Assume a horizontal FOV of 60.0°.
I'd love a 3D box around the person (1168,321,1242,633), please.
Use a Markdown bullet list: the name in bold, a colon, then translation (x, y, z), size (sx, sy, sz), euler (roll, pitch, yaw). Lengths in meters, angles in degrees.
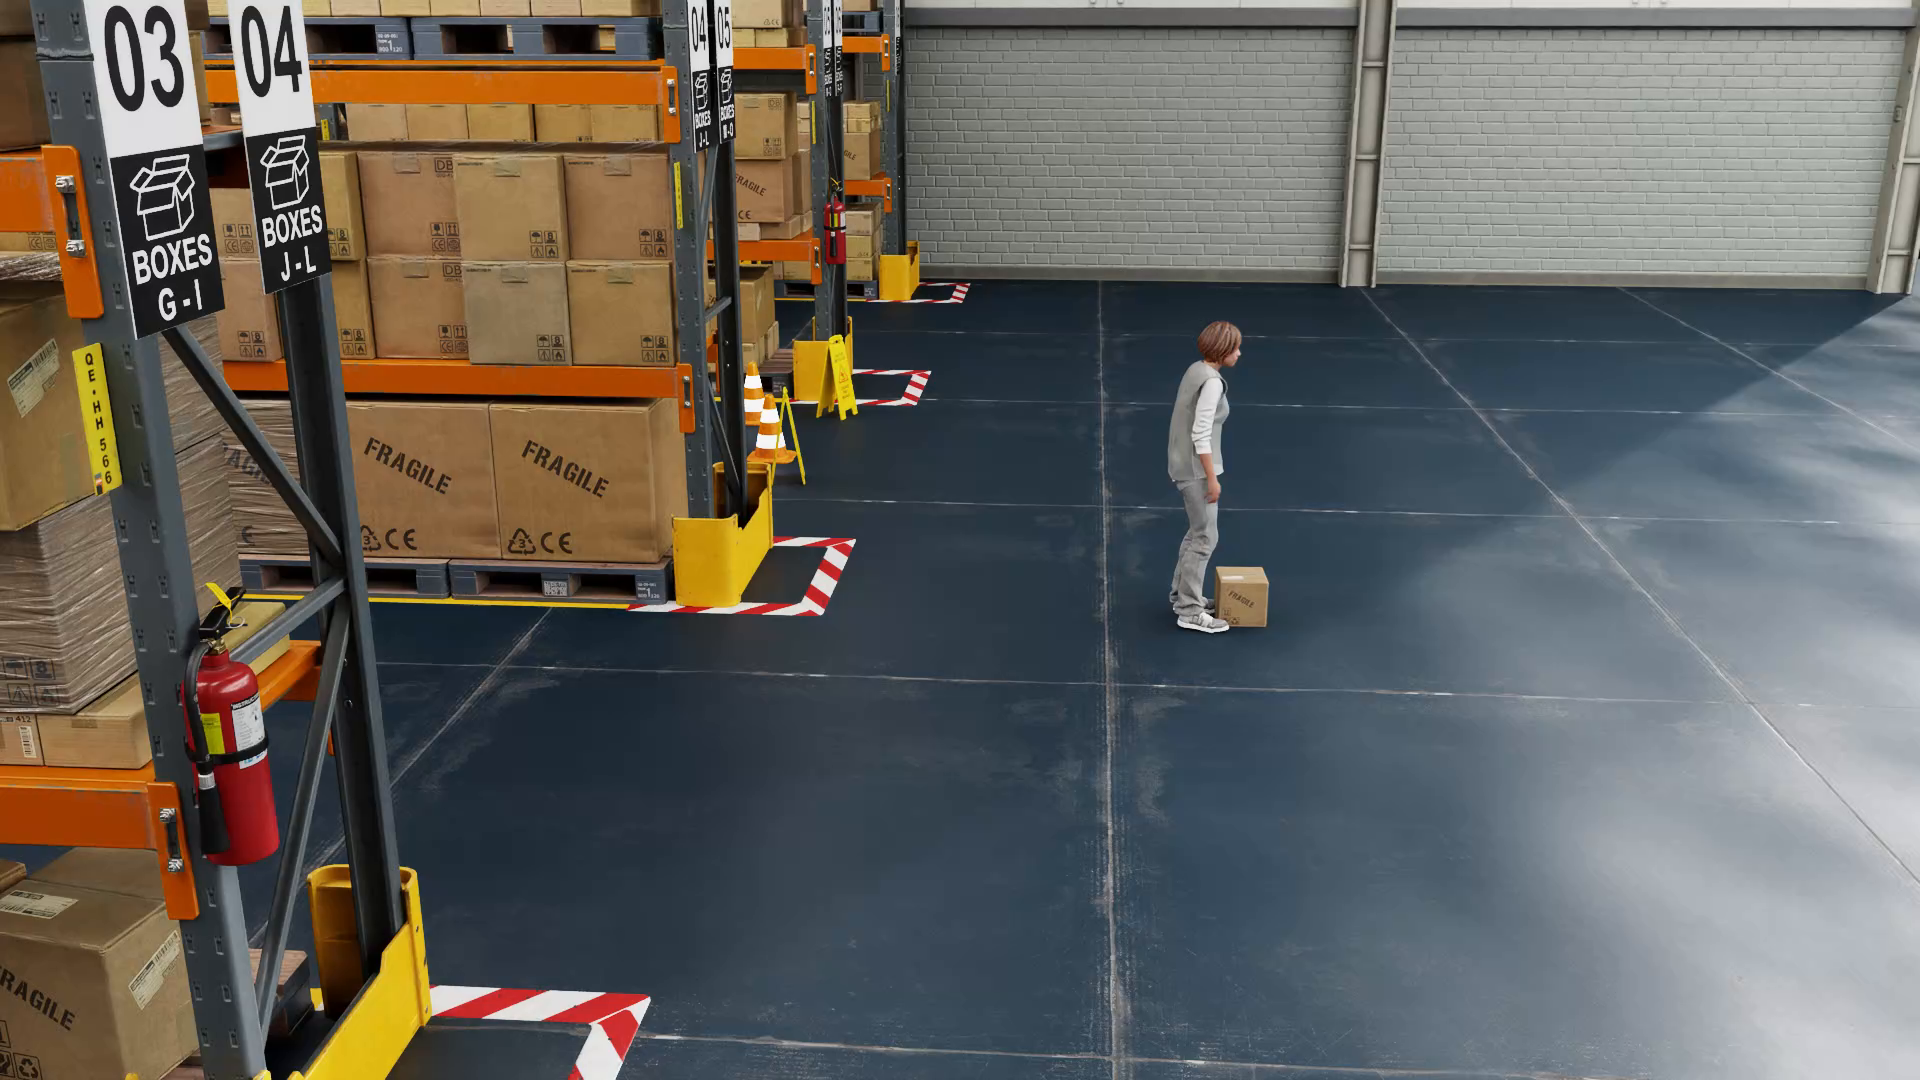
- **person**: translation (1.256, -0.341, 8.633), size (0.348, 1.592, 0.476), euler (1, 18, 3)
